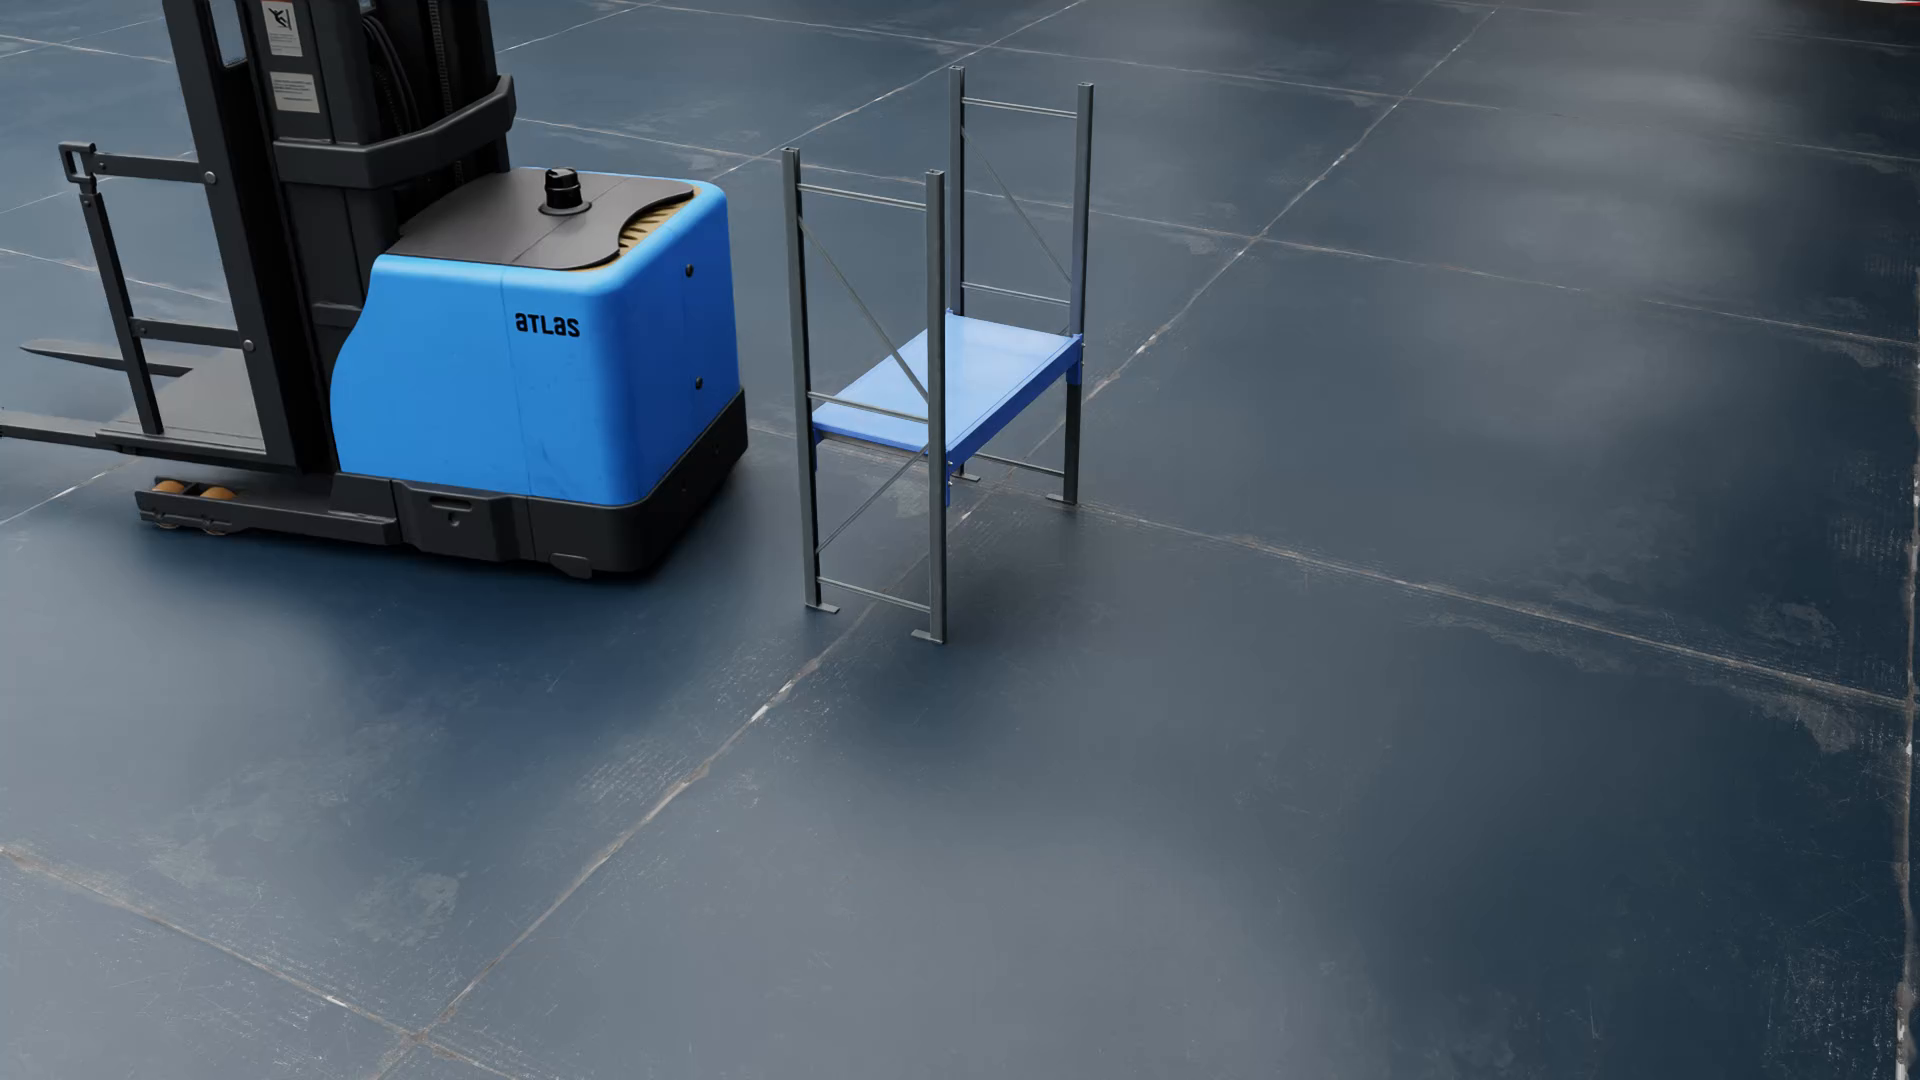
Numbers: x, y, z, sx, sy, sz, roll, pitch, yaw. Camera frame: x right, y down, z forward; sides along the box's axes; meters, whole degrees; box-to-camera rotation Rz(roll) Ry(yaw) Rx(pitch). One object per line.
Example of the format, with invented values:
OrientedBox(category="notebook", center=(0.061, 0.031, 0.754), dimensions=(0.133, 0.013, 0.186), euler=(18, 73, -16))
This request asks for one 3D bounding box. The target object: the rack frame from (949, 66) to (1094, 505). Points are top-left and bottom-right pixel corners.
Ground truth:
OrientedBox(category="rack frame", center=(0.193, -0.838, 5.703), dimensions=(0.500, 1.500, 0.032), euler=(14, 33, 23))

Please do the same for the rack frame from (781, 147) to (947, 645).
OrientedBox(category="rack frame", center=(-0.270, -0.387, 4.918), dimensions=(0.500, 1.500, 0.032), euler=(14, 33, 23))

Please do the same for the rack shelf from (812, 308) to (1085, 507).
OrientedBox(category="rack shelf", center=(-0.039, -0.457, 5.400), dimensions=(0.538, 0.185, 1.000), euler=(14, 33, 23))

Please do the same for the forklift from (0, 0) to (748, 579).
OrientedBox(category="forklift", center=(-2.366, -1.531, 5.472), dimensions=(3.031, 2.935, 1.130), euler=(7, 31, 12))

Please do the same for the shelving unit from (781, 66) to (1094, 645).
OrientedBox(category="shelving unit", center=(-0.039, -0.613, 5.311), dimensions=(0.538, 1.500, 1.048), euler=(14, 33, 23))
